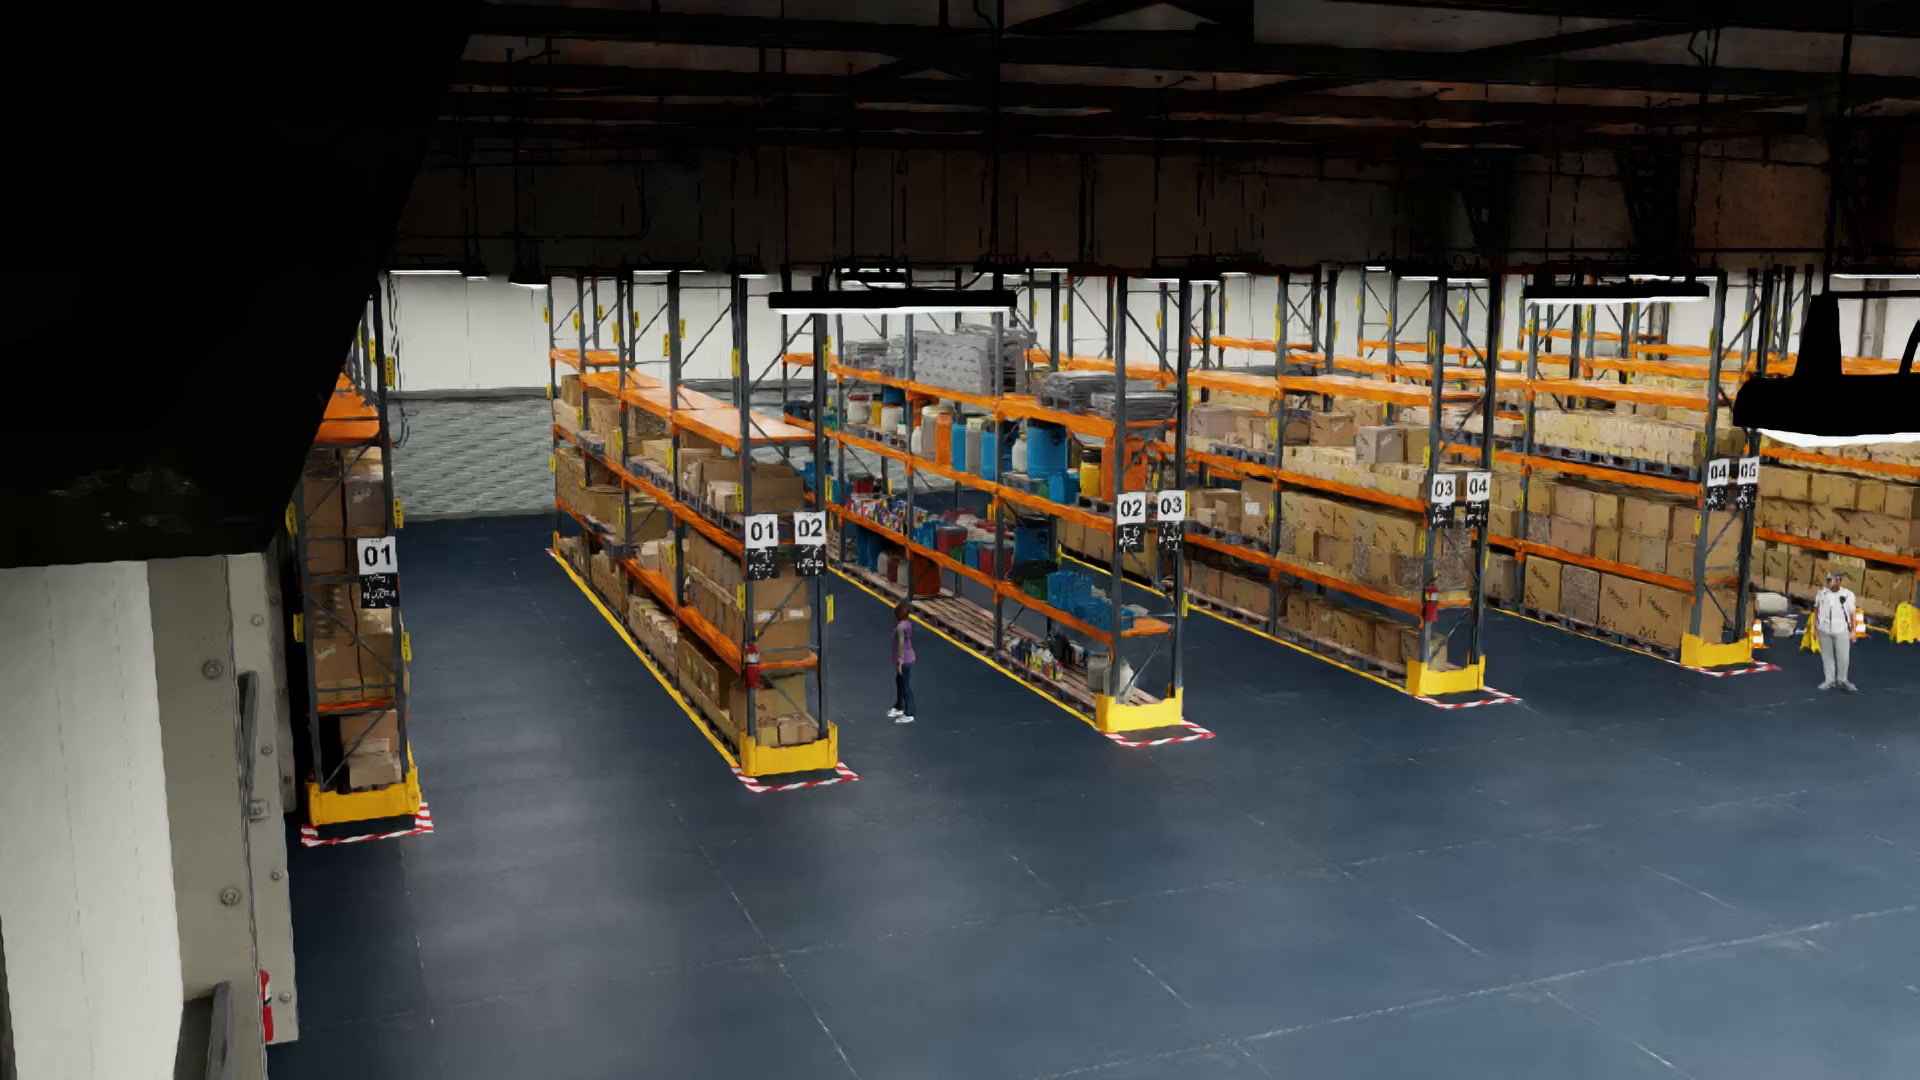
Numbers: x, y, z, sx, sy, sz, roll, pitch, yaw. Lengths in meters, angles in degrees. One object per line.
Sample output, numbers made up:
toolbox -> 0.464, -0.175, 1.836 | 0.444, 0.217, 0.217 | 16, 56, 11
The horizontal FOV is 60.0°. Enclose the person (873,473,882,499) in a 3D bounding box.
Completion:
person -> -1.643, -0.538, 34.652 | 0.384, 1.729, 0.656 | -4, 11, -23

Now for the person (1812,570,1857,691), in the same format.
person -> 12.686, 1.301, 24.079 | 0.651, 1.752, 0.419 | 8, 13, 40

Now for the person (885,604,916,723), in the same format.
person -> -0.805, 1.653, 22.505 | 0.450, 1.599, 0.467 | 2, 10, 9
